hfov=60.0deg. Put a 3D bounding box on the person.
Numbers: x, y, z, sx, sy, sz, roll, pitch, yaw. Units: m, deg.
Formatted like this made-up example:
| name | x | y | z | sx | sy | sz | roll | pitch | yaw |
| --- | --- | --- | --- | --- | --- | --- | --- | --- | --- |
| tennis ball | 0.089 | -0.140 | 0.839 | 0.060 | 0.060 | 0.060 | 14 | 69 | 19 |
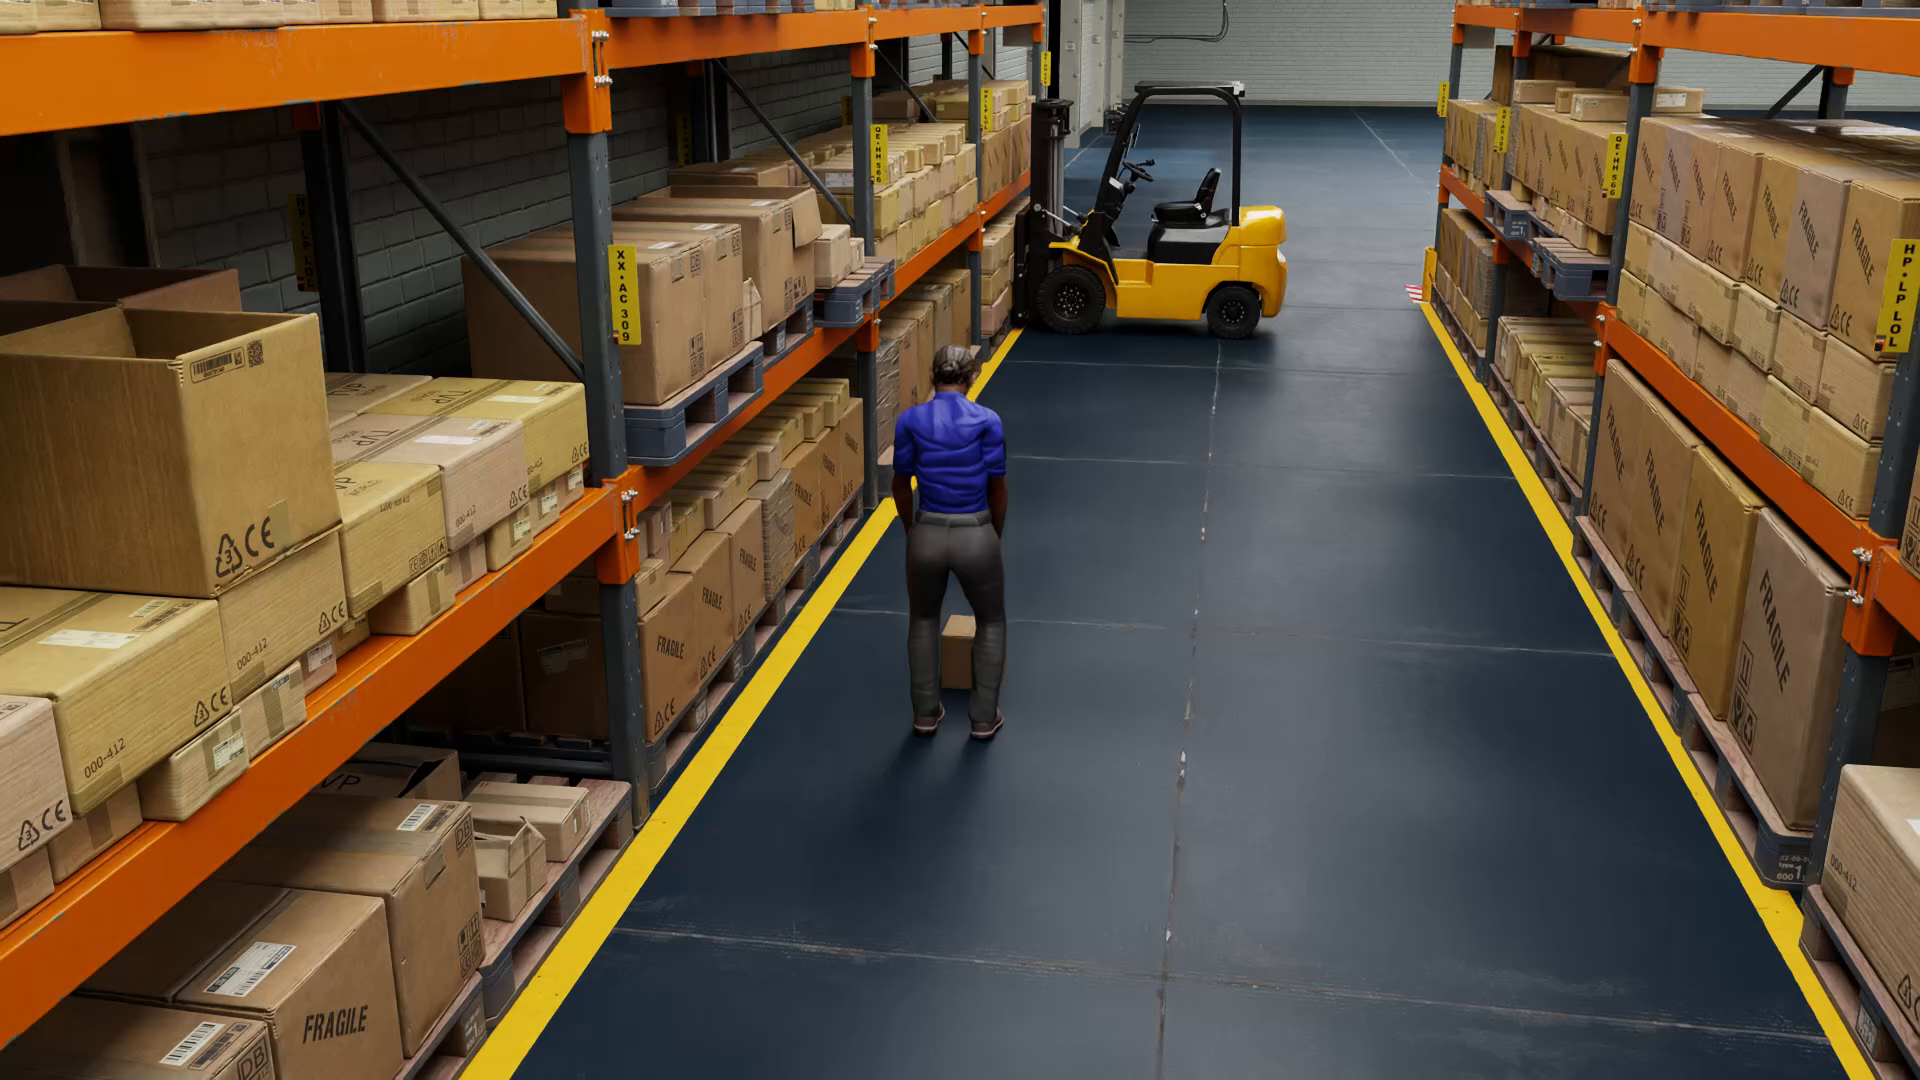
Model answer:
| name | x | y | z | sx | sy | sz | roll | pitch | yaw |
| --- | --- | --- | --- | --- | --- | --- | --- | --- | --- |
| person | -0.046 | 0.023 | 6.648 | 0.469 | 1.575 | 0.430 | 3 | 18 | 10 |
